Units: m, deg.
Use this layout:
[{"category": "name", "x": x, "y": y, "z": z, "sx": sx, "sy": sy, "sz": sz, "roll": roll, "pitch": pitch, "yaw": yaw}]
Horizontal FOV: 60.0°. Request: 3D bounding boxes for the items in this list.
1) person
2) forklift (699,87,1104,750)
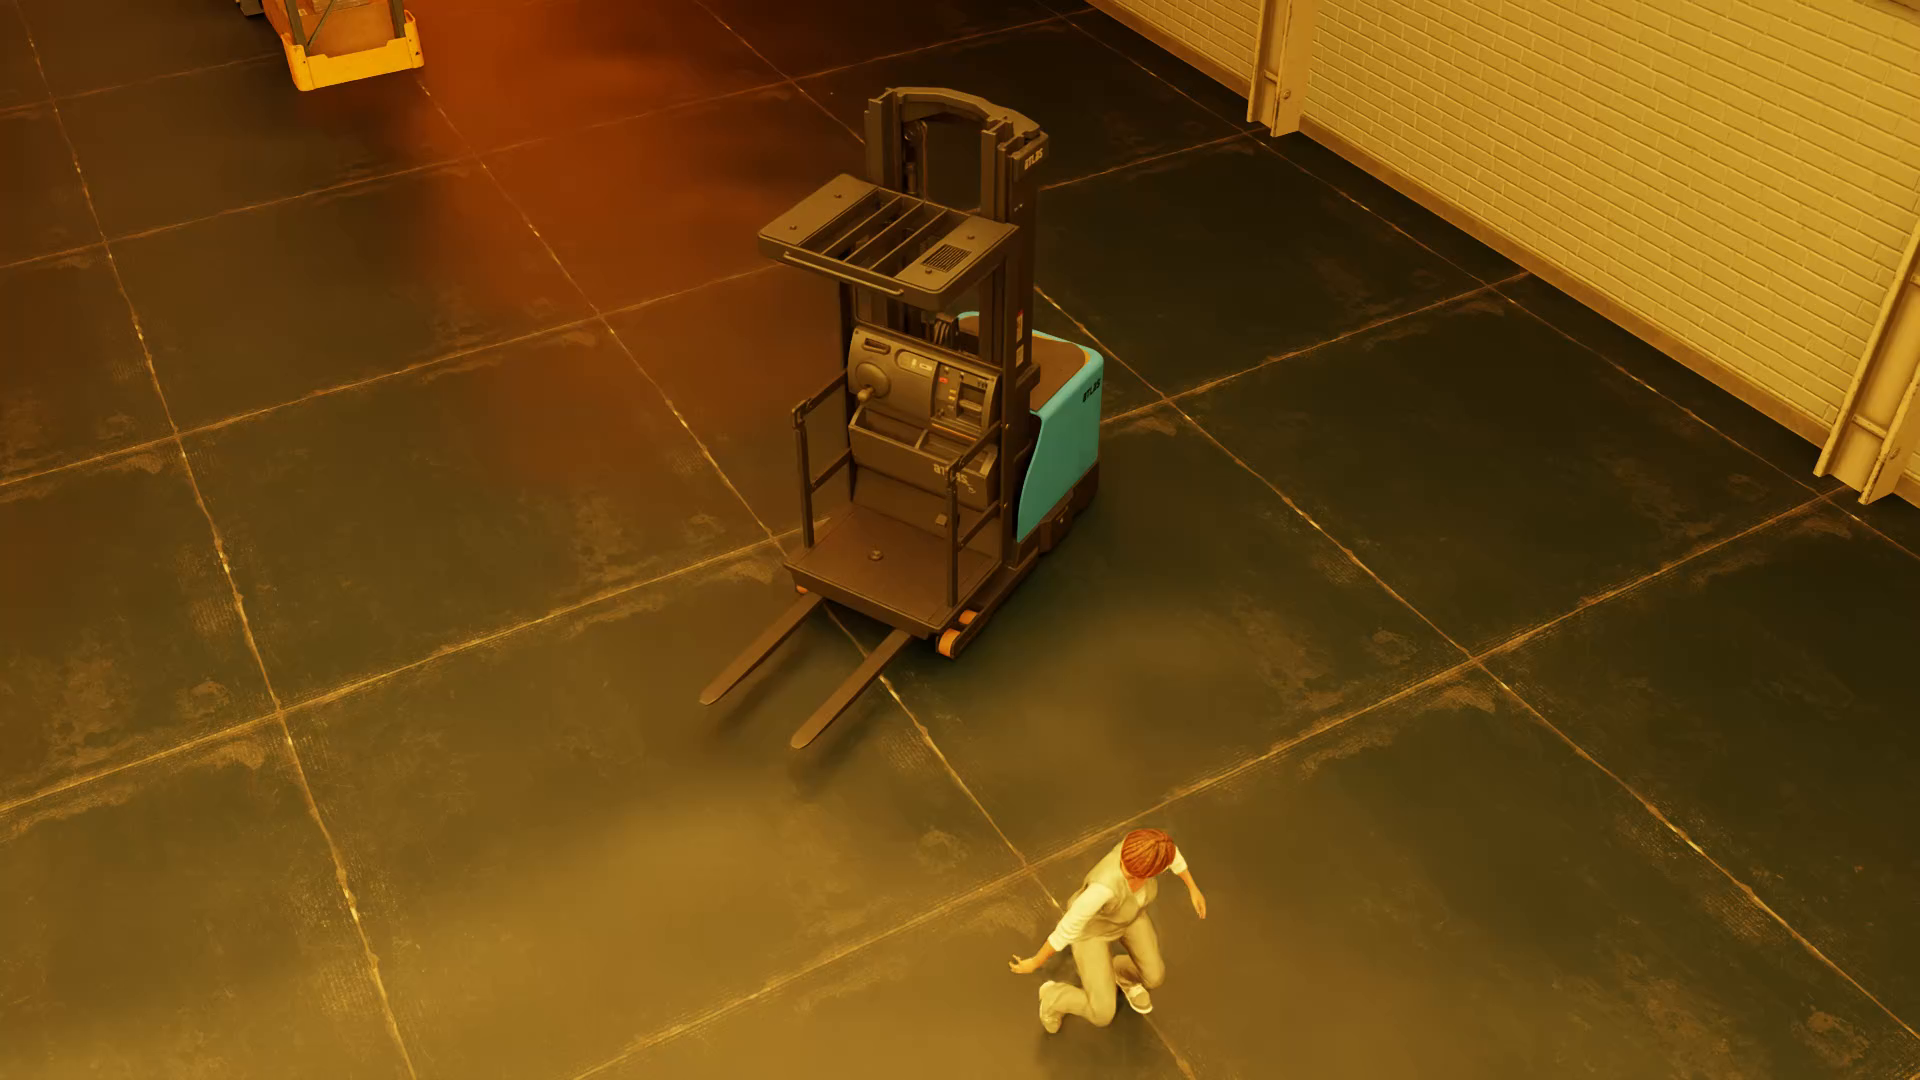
[{"category": "person", "x": 0.625, "y": 1.706, "z": 7.194, "sx": 0.843, "sy": 1.446, "sz": 0.445, "roll": -26, "pitch": 46, "yaw": -28}, {"category": "forklift", "x": -0.323, "y": -0.797, "z": 8.997, "sx": 1.130, "sy": 2.935, "sz": 3.031, "roll": 22, "pitch": 44, "yaw": 24}]
